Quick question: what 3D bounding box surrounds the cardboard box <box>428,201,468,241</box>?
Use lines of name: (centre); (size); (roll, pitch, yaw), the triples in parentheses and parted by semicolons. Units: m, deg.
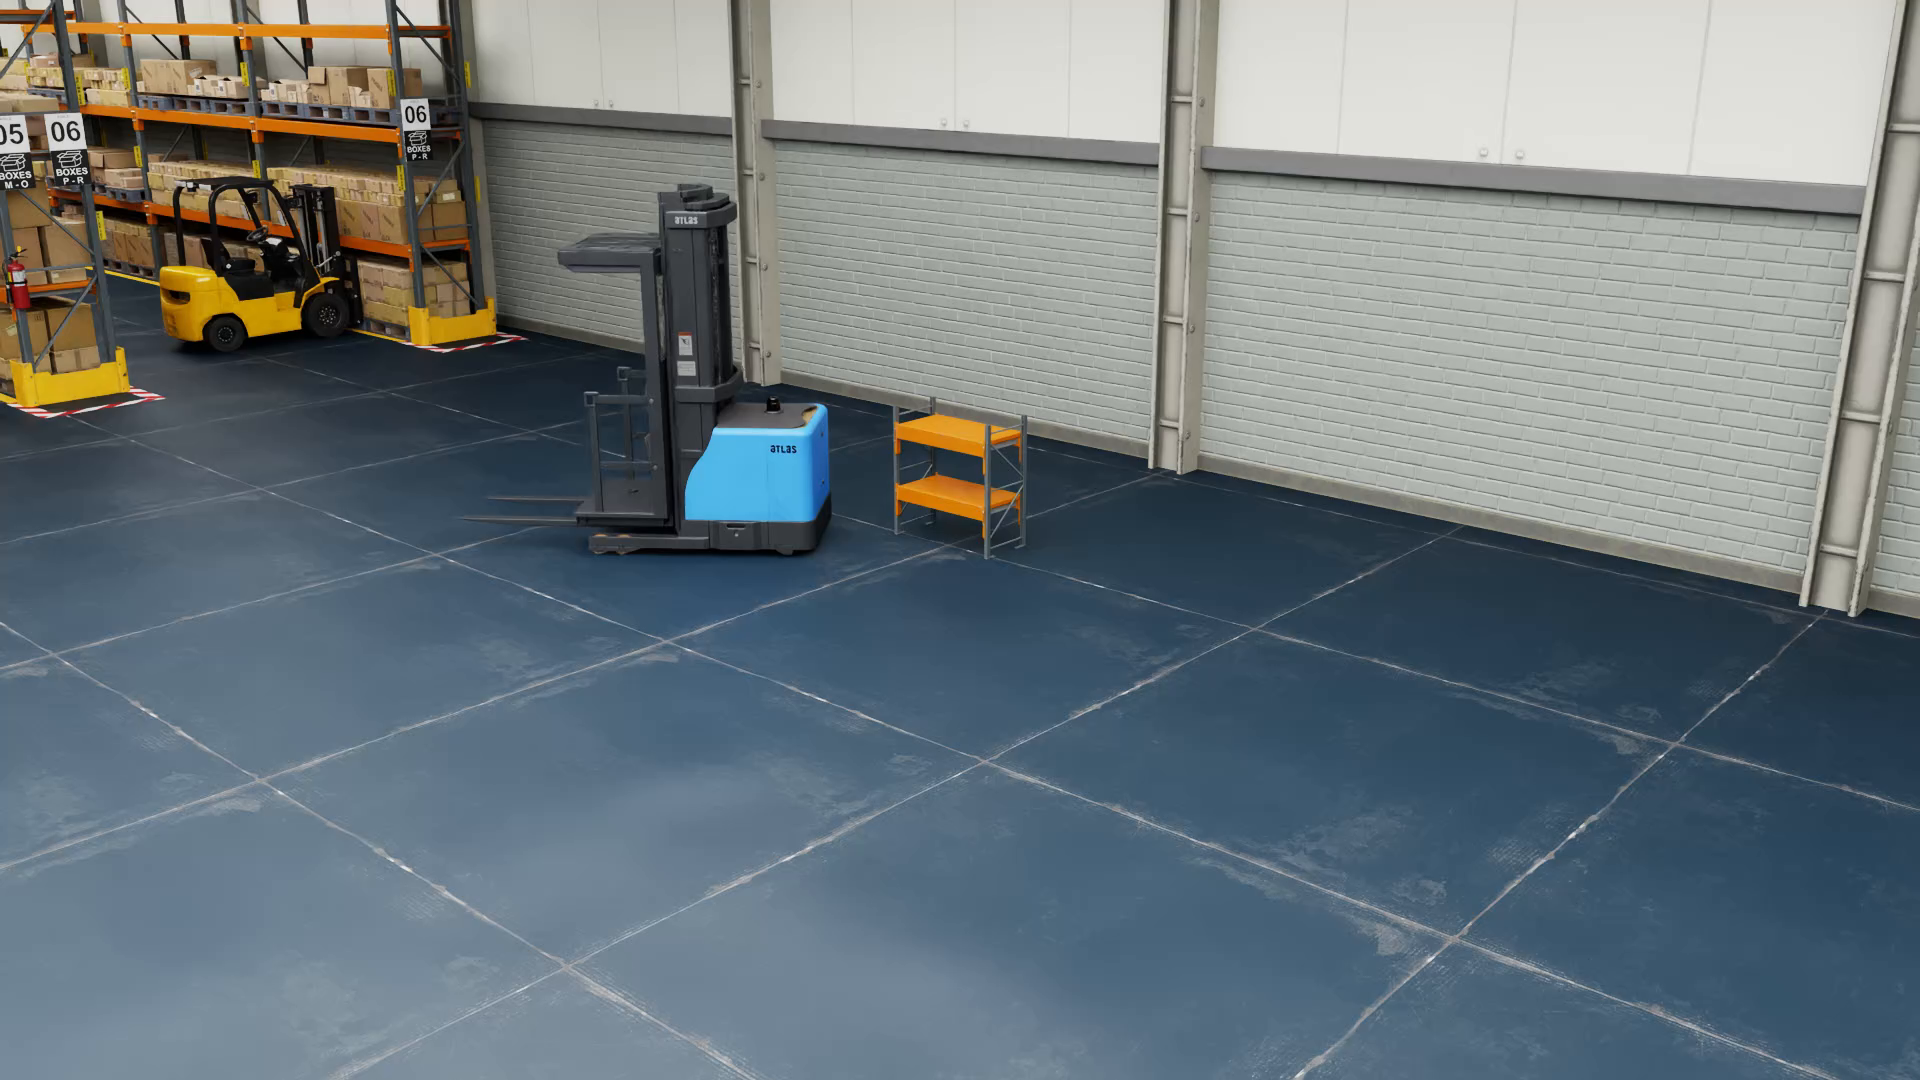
cardboard box: (-7.143, -4.413, 22.892); (0.500, 0.500, 0.500); (16, 24, 41)

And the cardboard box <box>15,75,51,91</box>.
cardboard box: (-16.459, -8.153, 29.639); (0.500, 0.250, 0.500); (15, 23, 39)

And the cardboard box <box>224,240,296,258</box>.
cardboard box: (-10.921, -4.334, 26.041); (0.625, 0.625, 0.875); (15, 23, 39)

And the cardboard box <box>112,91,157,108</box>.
cardboard box: (-13.485, -7.216, 27.178); (0.500, 0.250, 0.500); (14, 22, 37)

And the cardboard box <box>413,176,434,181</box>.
cardboard box: (-7.446, -4.927, 22.949); (0.250, 0.149, 0.380); (16, 23, 40)

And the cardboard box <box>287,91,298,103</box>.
cardboard box: (-9.239, -6.251, 23.446); (0.250, 0.149, 0.380); (16, 24, 41)

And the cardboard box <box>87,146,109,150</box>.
cardboard box: (-15.331, -6.608, 29.116); (0.500, 0.500, 0.700); (15, 23, 40)

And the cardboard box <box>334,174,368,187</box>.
cardboard box: (-8.516, -5.032, 23.281); (0.250, 0.149, 0.380); (15, 23, 40)

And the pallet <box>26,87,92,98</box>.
pallet: (-15.491, -7.806, 29.100); (1.003, 0.211, 1.213); (15, 23, 39)

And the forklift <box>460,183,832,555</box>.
forklift: (-2.661, -1.433, 13.782); (3.031, 2.935, 1.130); (1, 18, 4)

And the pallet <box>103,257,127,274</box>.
pallet: (-14.382, -4.883, 29.151); (1.213, 0.211, 1.003); (15, 23, 39)

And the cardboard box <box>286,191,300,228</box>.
cardboard box: (-9.389, -4.805, 24.127); (0.500, 0.500, 0.500); (16, 23, 40)

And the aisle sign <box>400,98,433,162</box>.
aisle sign: (-7.102, -5.362, 21.752); (0.004, 0.787, 0.394); (15, 23, 39)

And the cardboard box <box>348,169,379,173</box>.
cardboard box: (-8.573, -5.244, 23.949); (0.250, 0.149, 0.380); (15, 23, 39)

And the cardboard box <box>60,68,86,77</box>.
cardboard box: (-14.990, -7.910, 28.181); (0.250, 0.149, 0.380); (15, 23, 40)

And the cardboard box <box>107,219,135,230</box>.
cardboard box: (-14.451, -5.442, 28.665); (0.250, 0.149, 0.380); (14, 22, 37)

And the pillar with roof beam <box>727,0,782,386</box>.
pillar with roof beam: (-5.249, -5.227, 15.707); (0.400, 9.000, 9.100); (15, 23, 39)

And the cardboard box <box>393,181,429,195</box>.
cardboard box: (-7.364, -4.726, 22.314); (0.250, 0.149, 0.380); (15, 23, 39)

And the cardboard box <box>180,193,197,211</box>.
cardboard box: (-12.008, -5.389, 26.383); (0.500, 0.250, 0.500); (14, 22, 38)

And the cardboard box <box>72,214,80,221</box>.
cardboard box: (-15.582, -5.760, 29.668); (0.250, 0.149, 0.380); (14, 23, 38)

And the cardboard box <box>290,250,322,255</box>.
cardboard box: (-9.419, -4.099, 24.268); (0.500, 0.250, 0.500); (15, 23, 39)

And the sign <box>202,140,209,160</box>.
sign: (-12.574, -6.487, 27.680); (0.005, 0.325, 0.100); (15, 23, 39)

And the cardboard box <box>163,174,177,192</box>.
cardboard box: (-12.397, -5.731, 26.632); (0.500, 0.250, 0.500); (16, 24, 41)

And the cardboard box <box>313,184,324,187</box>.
cardboard box: (-8.946, -4.976, 23.594); (0.250, 0.149, 0.380); (14, 22, 38)

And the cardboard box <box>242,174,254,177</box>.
cardboard box: (-10.556, -5.429, 25.022); (0.250, 0.149, 0.380); (15, 23, 38)

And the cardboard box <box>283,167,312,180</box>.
cardboard box: (-9.640, -5.345, 24.267); (0.250, 0.149, 0.380); (15, 23, 40)

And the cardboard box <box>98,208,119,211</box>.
cardboard box: (-15.465, -5.922, 30.177); (0.250, 0.149, 0.380); (14, 22, 37)

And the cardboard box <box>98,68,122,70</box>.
cardboard box: (-14.460, -7.975, 28.386); (0.250, 0.149, 0.380); (16, 23, 41)

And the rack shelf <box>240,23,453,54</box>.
rack shelf: (-8.452, -6.930, 22.923); (4.000, 0.370, 1.077); (15, 23, 39)

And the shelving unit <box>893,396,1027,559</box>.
shelving unit: (-0.005, -0.538, 13.946); (1.048, 1.125, 0.538); (15, 23, 39)

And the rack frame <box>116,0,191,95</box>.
rack frame: (-12.940, -8.669, 26.550); (0.127, 3.000, 1.000); (15, 23, 39)

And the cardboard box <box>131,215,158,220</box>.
cardboard box: (-14.300, -5.614, 29.207); (0.250, 0.149, 0.380); (14, 22, 37)

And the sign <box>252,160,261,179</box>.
sign: (-10.301, -5.395, 24.371); (0.005, 0.325, 0.100); (15, 23, 39)

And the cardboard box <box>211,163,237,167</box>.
cardboard box: (-11.766, -5.950, 26.663); (0.250, 0.149, 0.380); (15, 23, 39)

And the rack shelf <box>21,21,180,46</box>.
rack shelf: (-14.436, -8.537, 27.985); (4.000, 0.370, 1.077); (15, 23, 39)

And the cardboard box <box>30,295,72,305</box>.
cardboard box: (-11.080, -2.659, 20.144); (0.500, 0.500, 0.500); (14, 22, 37)

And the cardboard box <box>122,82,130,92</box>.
cardboard box: (-13.365, -7.374, 27.019); (0.250, 0.149, 0.380); (16, 23, 40)

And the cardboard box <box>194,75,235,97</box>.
cardboard box: (-11.226, -6.885, 25.178); (0.500, 0.311, 0.500); (14, 22, 37)

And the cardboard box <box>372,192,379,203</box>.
cardboard box: (-7.766, -4.677, 22.651); (0.250, 0.149, 0.380); (16, 23, 40)

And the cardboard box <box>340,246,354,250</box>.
cardboard box: (-9.063, -4.219, 24.645); (0.500, 0.250, 0.500); (15, 23, 38)

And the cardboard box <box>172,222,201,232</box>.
cardboard box: (-13.123, -5.302, 28.226); (0.250, 0.149, 0.380); (17, 24, 42)

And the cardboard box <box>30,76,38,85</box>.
cardboard box: (-15.972, -8.020, 29.021); (0.250, 0.149, 0.380); (15, 23, 40)

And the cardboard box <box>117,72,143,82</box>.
cardboard box: (-13.394, -7.501, 26.928); (0.250, 0.149, 0.380); (16, 24, 41)

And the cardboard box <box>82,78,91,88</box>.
cardboard box: (-14.806, -7.717, 28.067); (0.250, 0.149, 0.380); (16, 23, 40)

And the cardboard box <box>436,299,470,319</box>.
cardboard box: (-7.194, -3.235, 23.199); (0.500, 0.250, 0.500); (15, 23, 39)

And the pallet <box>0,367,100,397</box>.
pallet: (-10.890, -1.936, 19.864); (1.213, 0.211, 1.003); (15, 23, 39)

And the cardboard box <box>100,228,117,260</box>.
cardboard box: (-14.560, -5.162, 28.855); (0.500, 0.500, 0.500); (14, 22, 37)

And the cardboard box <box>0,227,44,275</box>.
cardboard box: (-10.837, -3.315, 18.942); (0.500, 0.500, 0.500); (15, 23, 38)

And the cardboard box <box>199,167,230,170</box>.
cardboard box: (-11.666, -5.748, 26.028); (0.250, 0.149, 0.380); (15, 23, 39)

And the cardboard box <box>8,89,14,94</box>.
cardboard box: (-16.954, -8.084, 30.081); (0.250, 0.149, 0.380); (15, 23, 39)

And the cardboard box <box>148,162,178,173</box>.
cardboard box: (-12.897, -6.035, 26.933); (0.250, 0.149, 0.380); (16, 24, 41)

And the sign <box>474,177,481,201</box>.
sign: (-6.584, -4.778, 22.645); (0.005, 0.325, 0.100); (15, 23, 39)

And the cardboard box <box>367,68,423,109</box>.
cardboard box: (-7.449, -5.962, 21.955); (0.500, 0.500, 0.500); (16, 24, 41)

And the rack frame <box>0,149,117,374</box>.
rack frame: (-10.249, -3.079, 18.855); (0.127, 3.000, 1.000); (15, 23, 39)
